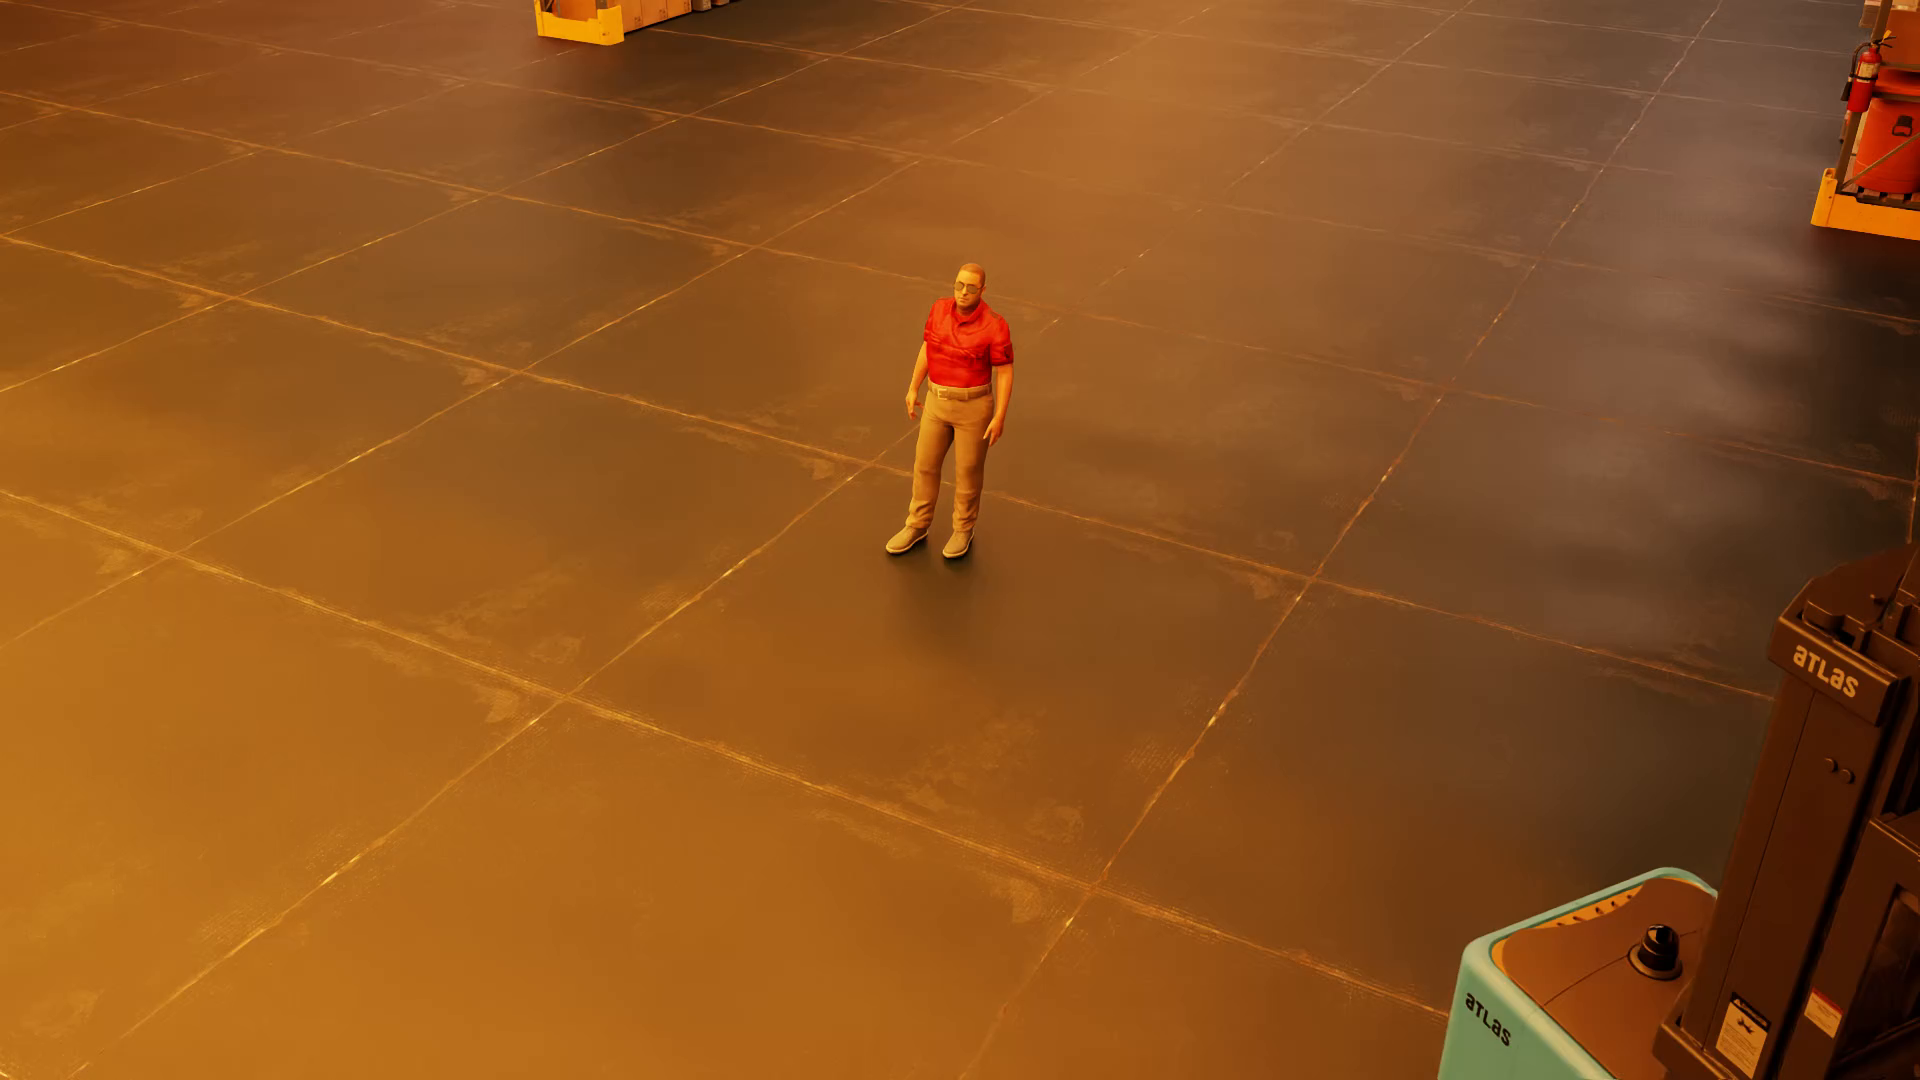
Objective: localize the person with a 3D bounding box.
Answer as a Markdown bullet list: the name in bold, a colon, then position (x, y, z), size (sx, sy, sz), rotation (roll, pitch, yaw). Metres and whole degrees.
- **person**: position (-0.054, -0.718, 9.505), size (0.640, 1.727, 0.551), rotation (15, 33, 25)

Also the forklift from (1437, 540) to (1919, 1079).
- **forklift**: position (2.744, 1.565, 4.359), size (1.130, 2.935, 3.031), rotation (-13, 33, -22)
